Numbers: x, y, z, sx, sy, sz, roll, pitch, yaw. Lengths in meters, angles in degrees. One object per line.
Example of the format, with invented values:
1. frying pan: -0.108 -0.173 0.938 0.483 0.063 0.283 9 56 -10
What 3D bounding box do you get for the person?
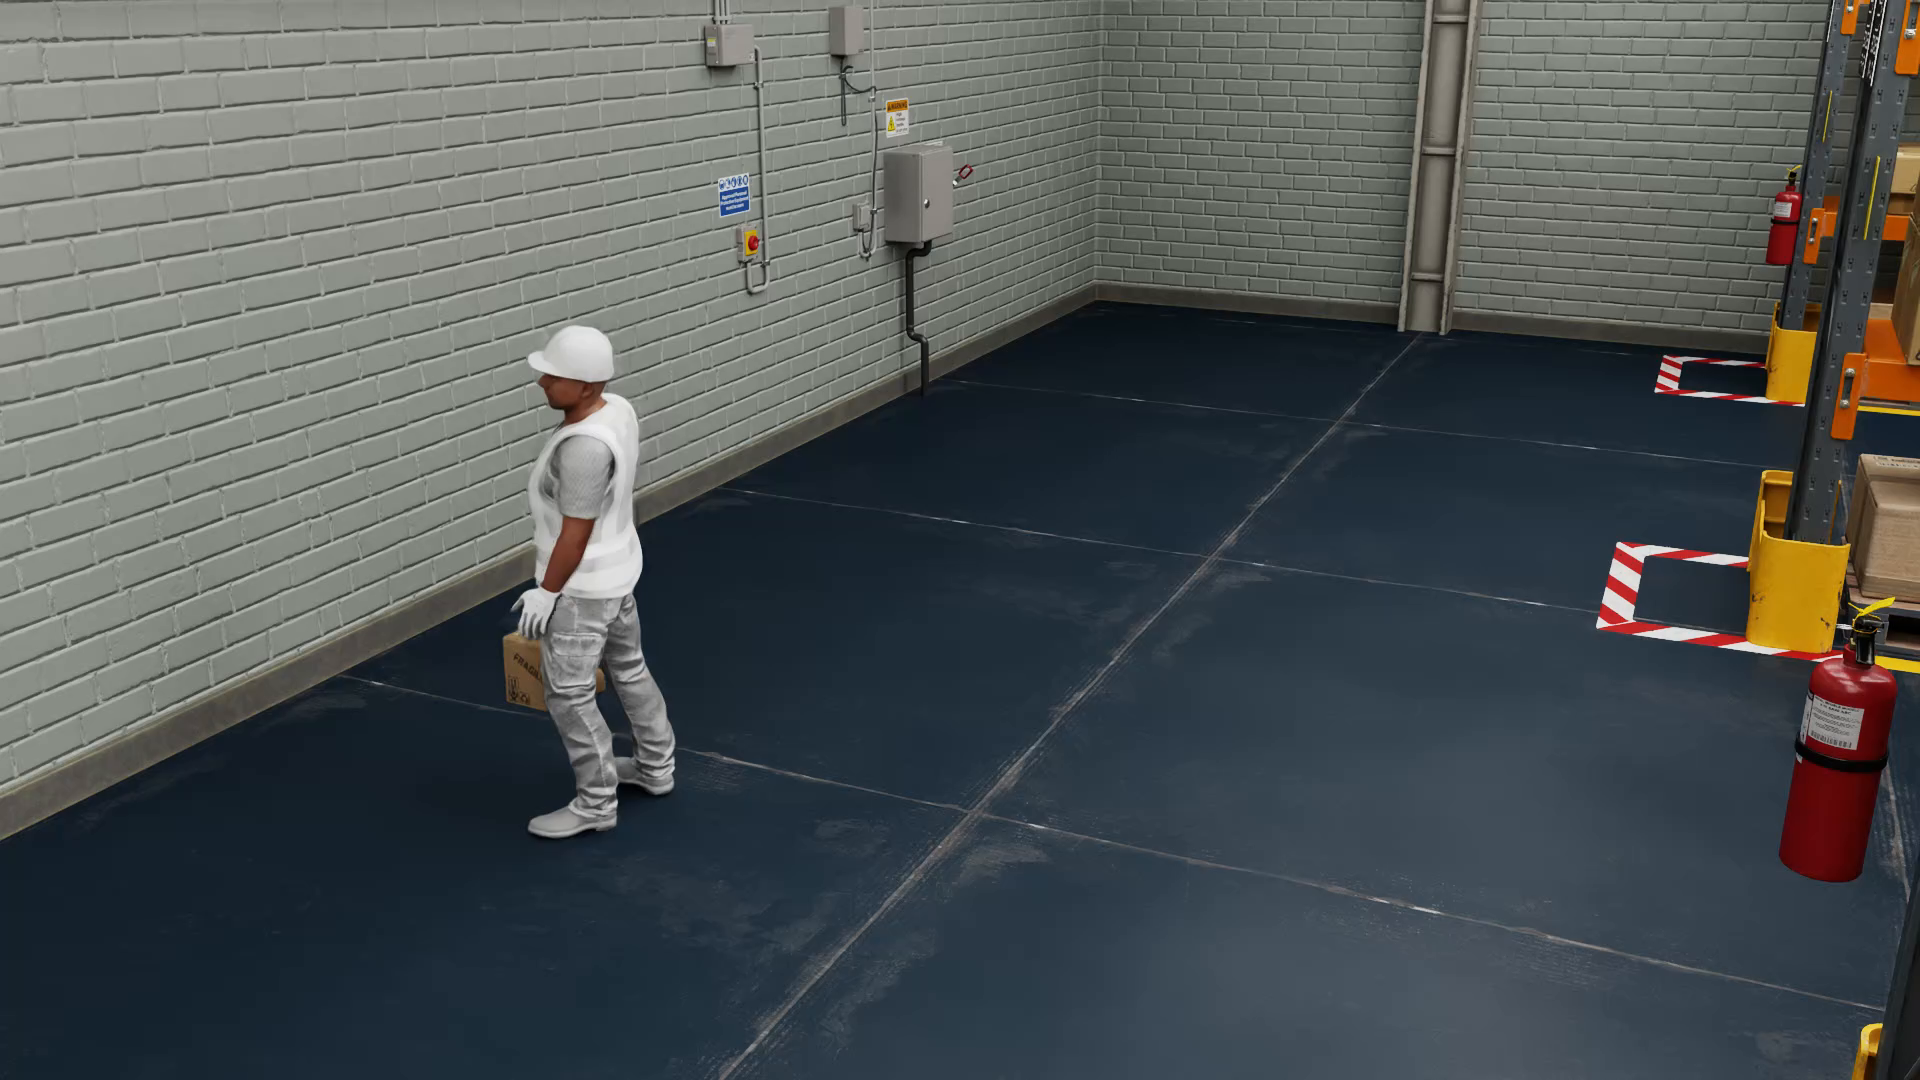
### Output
1. person: -1.265 0.129 5.658 0.464 1.782 0.623 0 19 1
